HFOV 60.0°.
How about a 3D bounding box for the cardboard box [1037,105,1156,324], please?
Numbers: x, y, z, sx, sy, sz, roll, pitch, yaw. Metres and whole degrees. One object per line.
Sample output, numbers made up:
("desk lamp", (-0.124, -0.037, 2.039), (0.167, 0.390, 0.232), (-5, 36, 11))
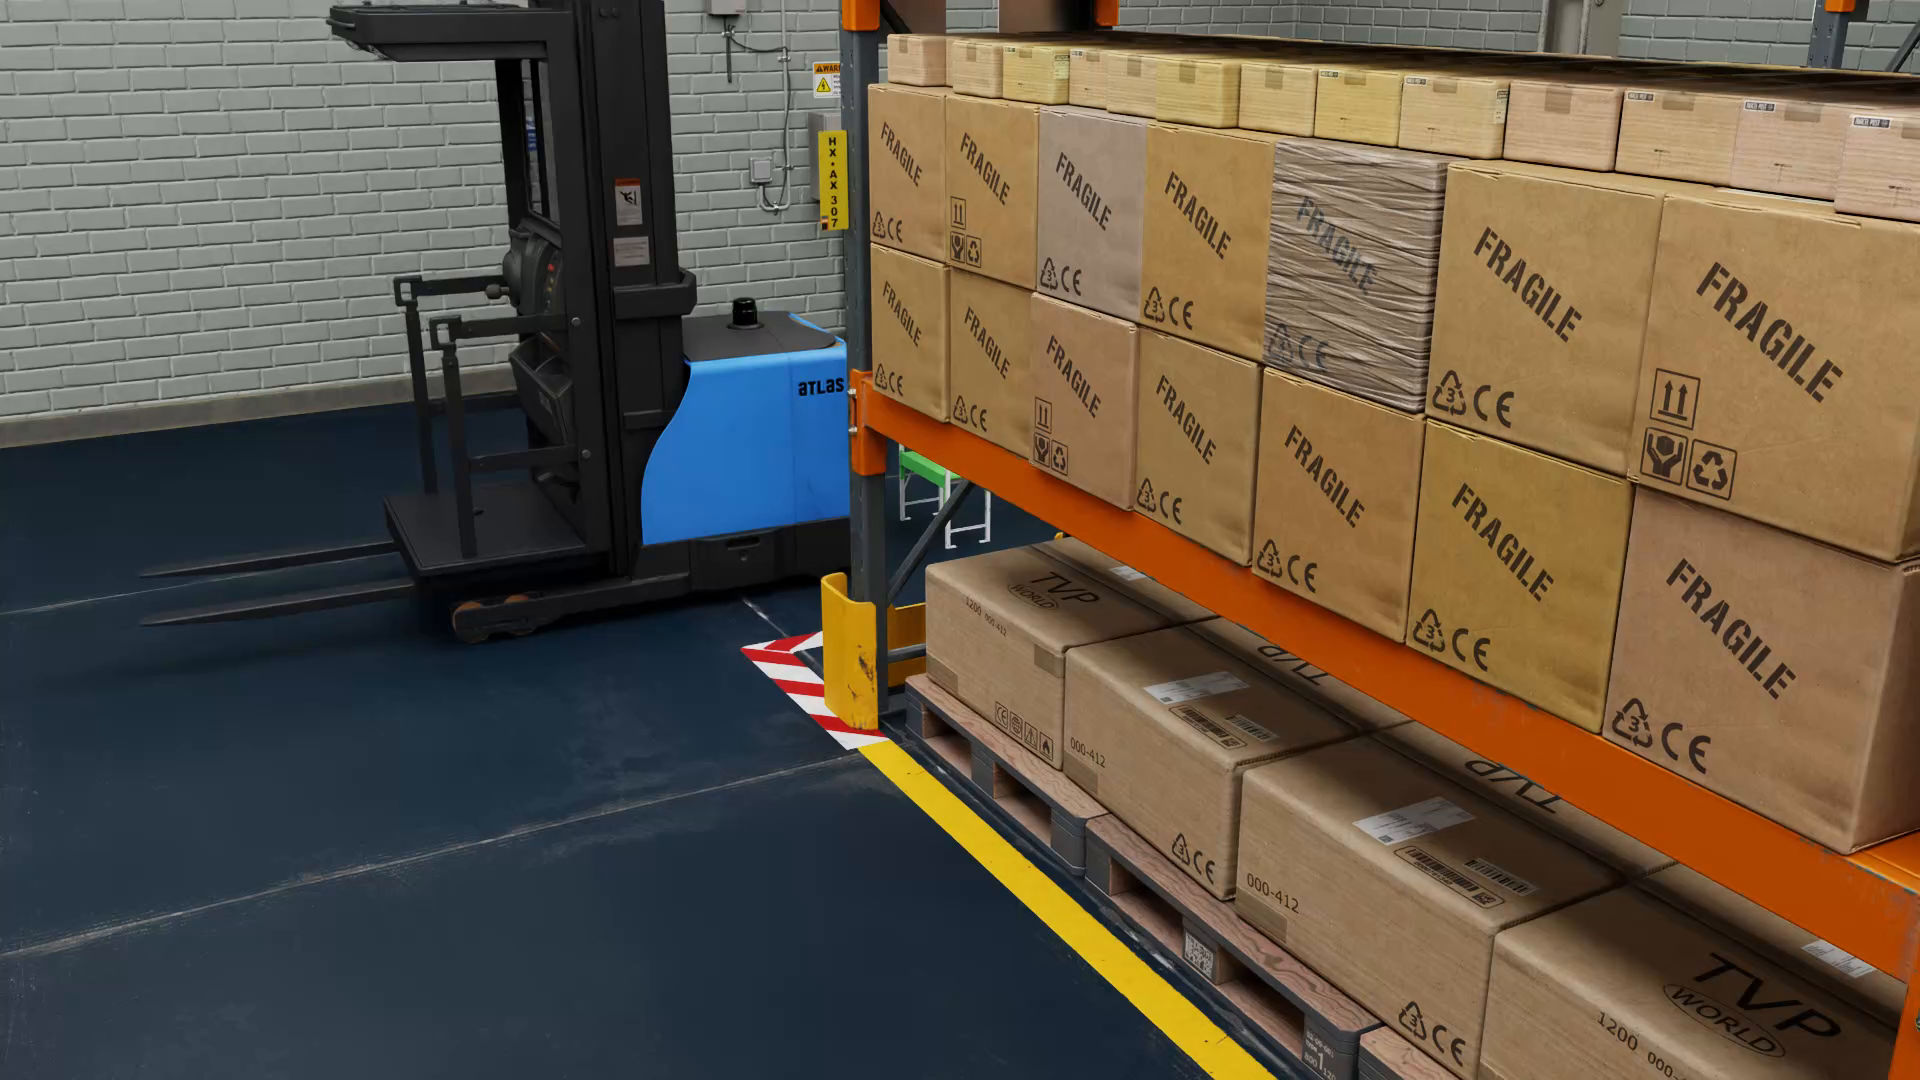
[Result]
("cardboard box", (0.548, -0.887, 4.416), (0.500, 0.500, 0.500), (-10, 21, -27))

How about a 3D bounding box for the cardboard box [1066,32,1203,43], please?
("cardboard box", (0.556, -1.528, 5.280), (0.380, 0.149, 0.250), (-10, 21, -26))

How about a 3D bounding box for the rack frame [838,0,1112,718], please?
("rack frame", (0.068, -0.842, 5.974), (1.000, 3.000, 0.127), (-10, 21, -27))

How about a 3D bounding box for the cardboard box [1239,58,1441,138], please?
("cardboard box", (0.860, -1.005, 3.764), (0.380, 0.149, 0.250), (-10, 21, -27))

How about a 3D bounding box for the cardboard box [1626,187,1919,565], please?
("cardboard box", (1.500, -0.307, 2.736), (0.500, 0.500, 0.500), (-10, 21, -27))

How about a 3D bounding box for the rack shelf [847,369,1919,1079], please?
("rack shelf", (1.018, 0.072, 4.428), (1.077, 0.370, 4.000), (-10, 21, -27))

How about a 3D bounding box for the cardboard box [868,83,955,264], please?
("cardboard box", (0.045, -1.180, 5.268), (0.500, 0.500, 0.500), (-11, 22, -28))

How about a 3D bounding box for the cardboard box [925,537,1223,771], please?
("cardboard box", (0.469, 0.344, 5.820), (0.875, 0.438, 0.875), (-11, 22, -28))

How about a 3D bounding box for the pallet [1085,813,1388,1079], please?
("pallet", (1.092, 1.043, 4.785), (1.003, 0.211, 1.213), (-10, 21, -27))

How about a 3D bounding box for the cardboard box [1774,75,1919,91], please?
("cardboard box", (1.751, -0.790, 3.140), (0.380, 0.149, 0.250), (-10, 22, -27))

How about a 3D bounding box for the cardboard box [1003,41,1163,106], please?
("cardboard box", (0.343, -1.295, 4.605), (0.380, 0.149, 0.250), (-11, 22, -28))

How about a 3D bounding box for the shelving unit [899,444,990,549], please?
("shelving unit", (-0.079, -0.615, 8.073), (0.258, 1.200, 0.503), (-10, 21, -27))

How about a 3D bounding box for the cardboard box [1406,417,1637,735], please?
("cardboard box", (1.273, 0.018, 3.327), (0.500, 0.500, 0.500), (-11, 22, -28))

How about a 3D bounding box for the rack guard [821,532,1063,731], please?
("rack guard", (0.057, 0.332, 6.402), (1.175, 0.500, 0.348), (-10, 21, -27))

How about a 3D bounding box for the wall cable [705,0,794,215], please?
("wall cable", (-1.388, -3.161, 11.135), (0.588, 1.984, 0.122), (-10, 21, -27))

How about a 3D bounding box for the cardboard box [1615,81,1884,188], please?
("cardboard box", (1.402, -0.725, 2.955), (0.380, 0.149, 0.250), (-10, 21, -27))

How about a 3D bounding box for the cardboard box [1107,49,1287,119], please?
("cardboard box", (0.596, -1.150, 4.184), (0.380, 0.149, 0.250), (-10, 21, -26))

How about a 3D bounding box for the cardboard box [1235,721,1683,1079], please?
("cardboard box", (1.338, 0.865, 4.311), (0.875, 0.438, 0.875), (-11, 22, -28))

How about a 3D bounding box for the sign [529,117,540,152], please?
("sign", (-2.702, -2.595, 10.640), (0.327, 0.218, 0.001), (-10, 21, -27))

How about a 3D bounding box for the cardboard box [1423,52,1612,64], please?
("cardboard box", (1.339, -1.092, 4.016), (0.380, 0.149, 0.250), (-10, 21, -26))

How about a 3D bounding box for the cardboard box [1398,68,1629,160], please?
("cardboard box", (1.115, -0.862, 3.349), (0.380, 0.149, 0.250), (-10, 21, -27))

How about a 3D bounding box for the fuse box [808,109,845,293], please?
("fuse box", (-0.712, -2.132, 11.687), (0.539, 1.711, 0.414), (-10, 21, -27))

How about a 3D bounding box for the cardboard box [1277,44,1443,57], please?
("cardboard box", (1.069, -1.239, 4.443), (0.380, 0.149, 0.250), (-9, 21, -25))

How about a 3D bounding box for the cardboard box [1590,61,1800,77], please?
("cardboard box", (1.587, -0.951, 3.609), (0.380, 0.149, 0.250), (-11, 22, -28))

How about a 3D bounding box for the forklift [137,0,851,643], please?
("forklift", (-1.983, -1.154, 6.984), (3.031, 2.935, 1.130), (-9, 21, -24))

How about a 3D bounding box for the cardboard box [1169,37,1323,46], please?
("cardboard box", (0.836, -1.388, 4.875), (0.380, 0.149, 0.250), (-9, 21, -25))

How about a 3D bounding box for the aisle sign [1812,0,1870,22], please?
("aisle sign", (4.144, -2.815, 7.706), (0.394, 0.787, 0.004), (-10, 21, -27))

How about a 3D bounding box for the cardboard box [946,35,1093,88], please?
("cardboard box", (0.180, -1.460, 5.083), (0.380, 0.149, 0.250), (-9, 21, -25))

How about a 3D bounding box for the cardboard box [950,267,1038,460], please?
("cardboard box", (0.308, -0.567, 5.021), (0.500, 0.500, 0.500), (-10, 22, -27))

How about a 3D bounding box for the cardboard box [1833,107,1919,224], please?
("cardboard box", (1.541, -0.560, 2.475), (0.380, 0.149, 0.250), (-10, 22, -28))

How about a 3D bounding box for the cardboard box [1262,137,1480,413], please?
("cardboard box", (1.016, -0.598, 3.581), (0.500, 0.500, 0.500), (-10, 21, -26))

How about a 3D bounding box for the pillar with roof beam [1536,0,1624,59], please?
("pillar with roof beam", (0.159, -4.695, 7.942), (9.100, 9.000, 0.400), (-10, 21, -27))

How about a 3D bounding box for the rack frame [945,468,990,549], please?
("rack frame", (0.037, -0.545, 7.870), (0.240, 1.200, 0.015), (-10, 21, -27))

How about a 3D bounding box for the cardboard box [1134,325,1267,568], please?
("cardboard box", (0.786, -0.277, 4.181), (0.500, 0.500, 0.500), (-9, 21, -25))

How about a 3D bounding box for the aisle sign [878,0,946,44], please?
("aisle sign", (-0.221, -2.047, 5.480), (0.394, 0.787, 0.004), (-10, 21, -27))
